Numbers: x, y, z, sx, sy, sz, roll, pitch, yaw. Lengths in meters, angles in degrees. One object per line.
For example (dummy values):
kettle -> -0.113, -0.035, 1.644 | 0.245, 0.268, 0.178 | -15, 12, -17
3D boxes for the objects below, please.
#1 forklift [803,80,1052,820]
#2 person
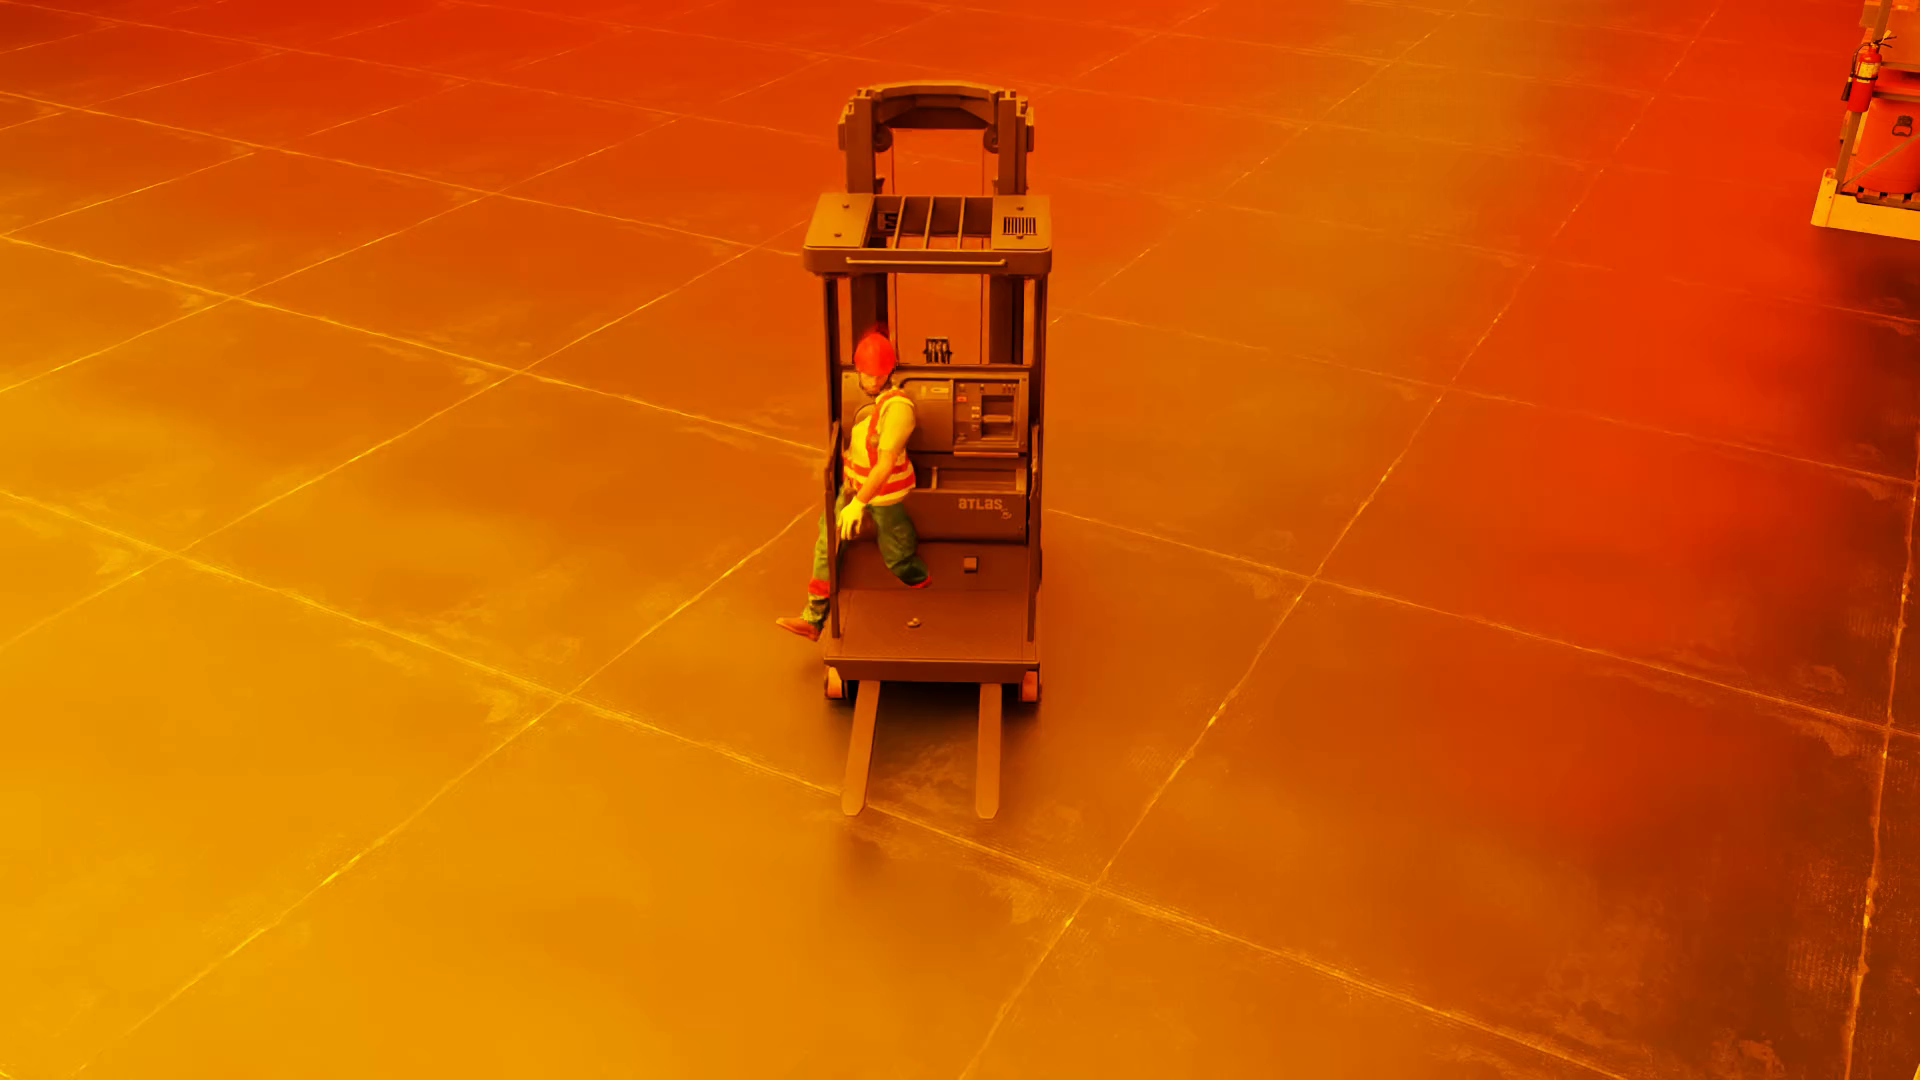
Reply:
forklift -> -0.129, -0.596, 8.104 | 1.130, 2.935, 3.031 | 1, 30, 2
person -> -0.540, -0.256, 8.572 | 0.936, 1.724, 0.686 | -24, 38, -36
